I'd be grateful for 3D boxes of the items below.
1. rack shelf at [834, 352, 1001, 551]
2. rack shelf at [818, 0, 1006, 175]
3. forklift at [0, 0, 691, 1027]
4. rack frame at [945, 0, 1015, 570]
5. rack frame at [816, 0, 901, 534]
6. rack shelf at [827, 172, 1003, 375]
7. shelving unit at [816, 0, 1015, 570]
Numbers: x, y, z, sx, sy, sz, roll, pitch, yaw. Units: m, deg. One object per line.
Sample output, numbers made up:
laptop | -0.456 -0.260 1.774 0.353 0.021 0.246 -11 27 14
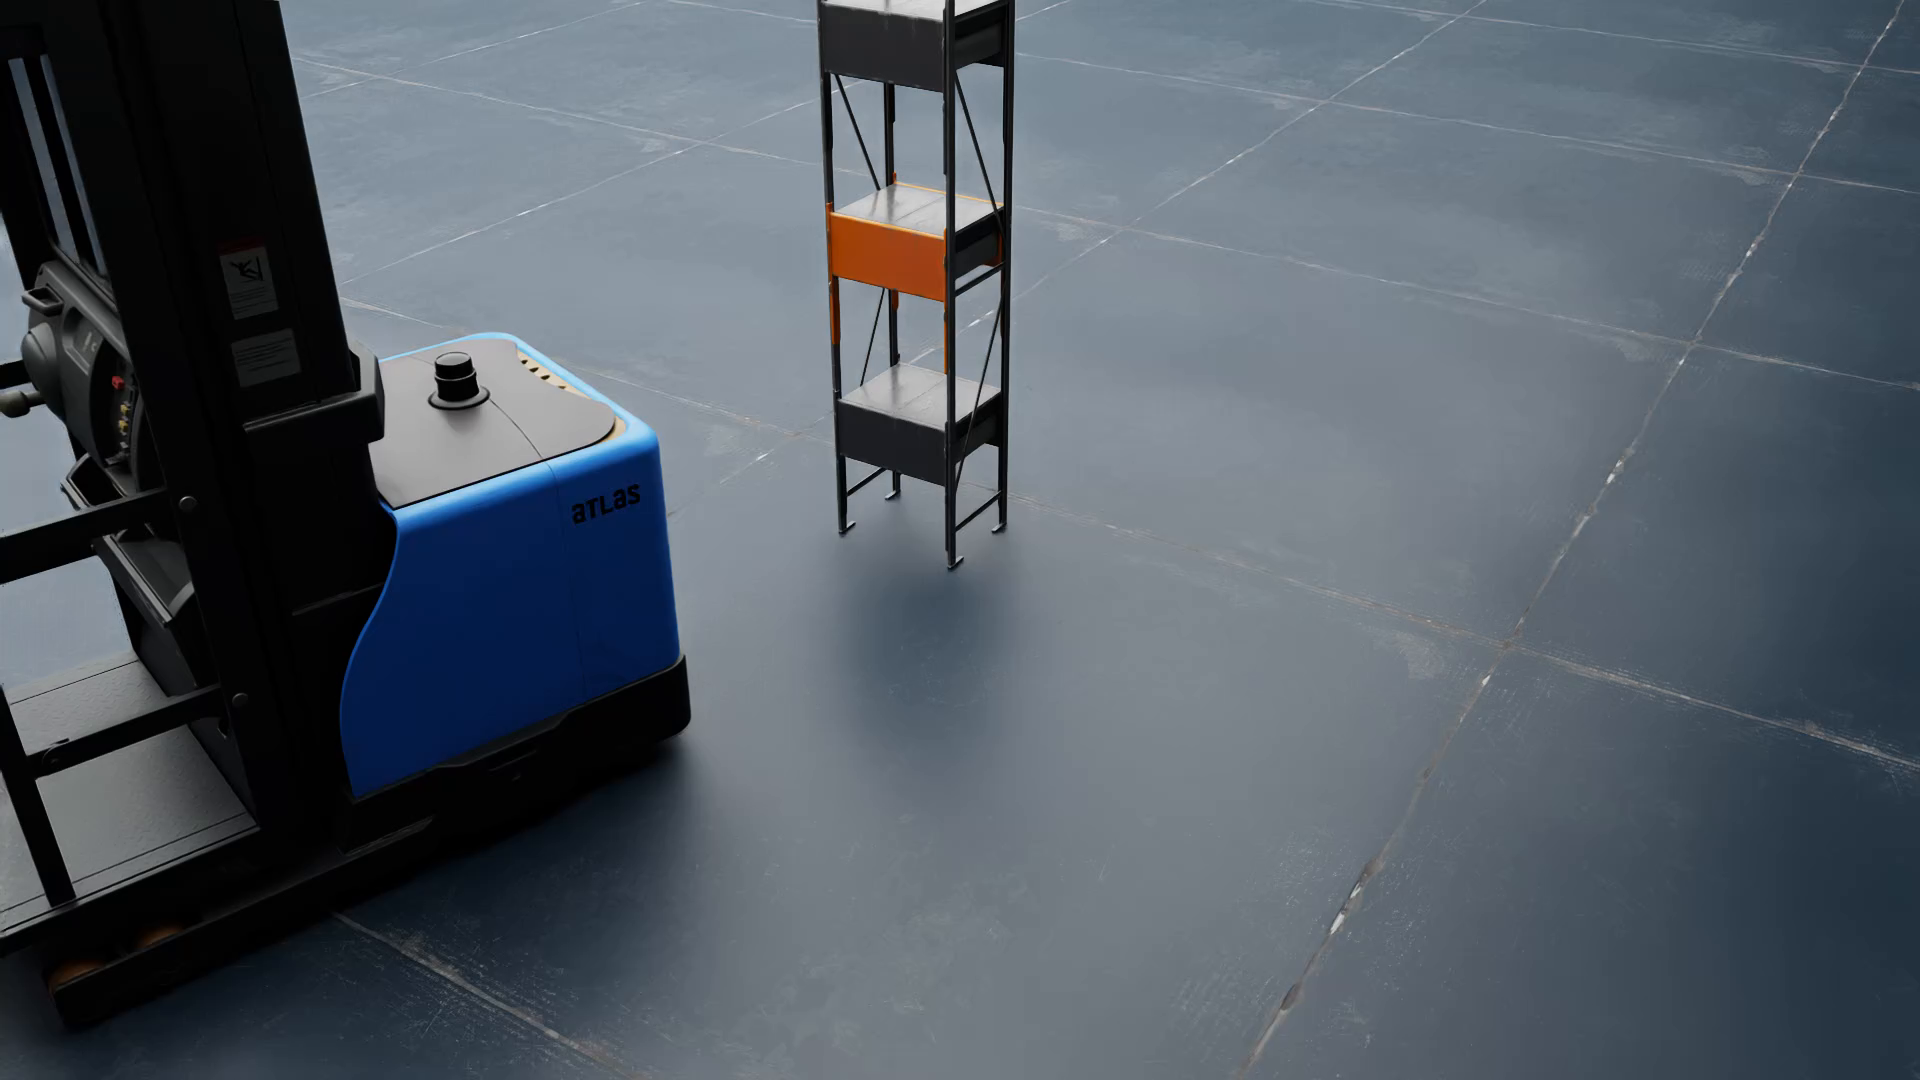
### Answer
rack shelf | -0.140 -0.335 6.157 0.480 0.518 0.431 18 35 27
rack shelf | -0.140 -1.544 5.451 0.480 0.518 0.431 18 35 27
forklift | -2.292 -0.360 3.958 3.031 2.935 1.130 -23 37 -33
rack frame | 0.066 -0.886 5.685 0.015 2.100 0.400 18 35 27
rack frame | -0.347 -1.017 5.909 0.015 2.100 0.400 18 35 27
rack shelf | -0.140 -0.940 5.804 0.480 0.518 0.431 18 35 27
shelving unit | -0.140 -0.951 5.797 0.503 2.100 0.431 18 35 27
